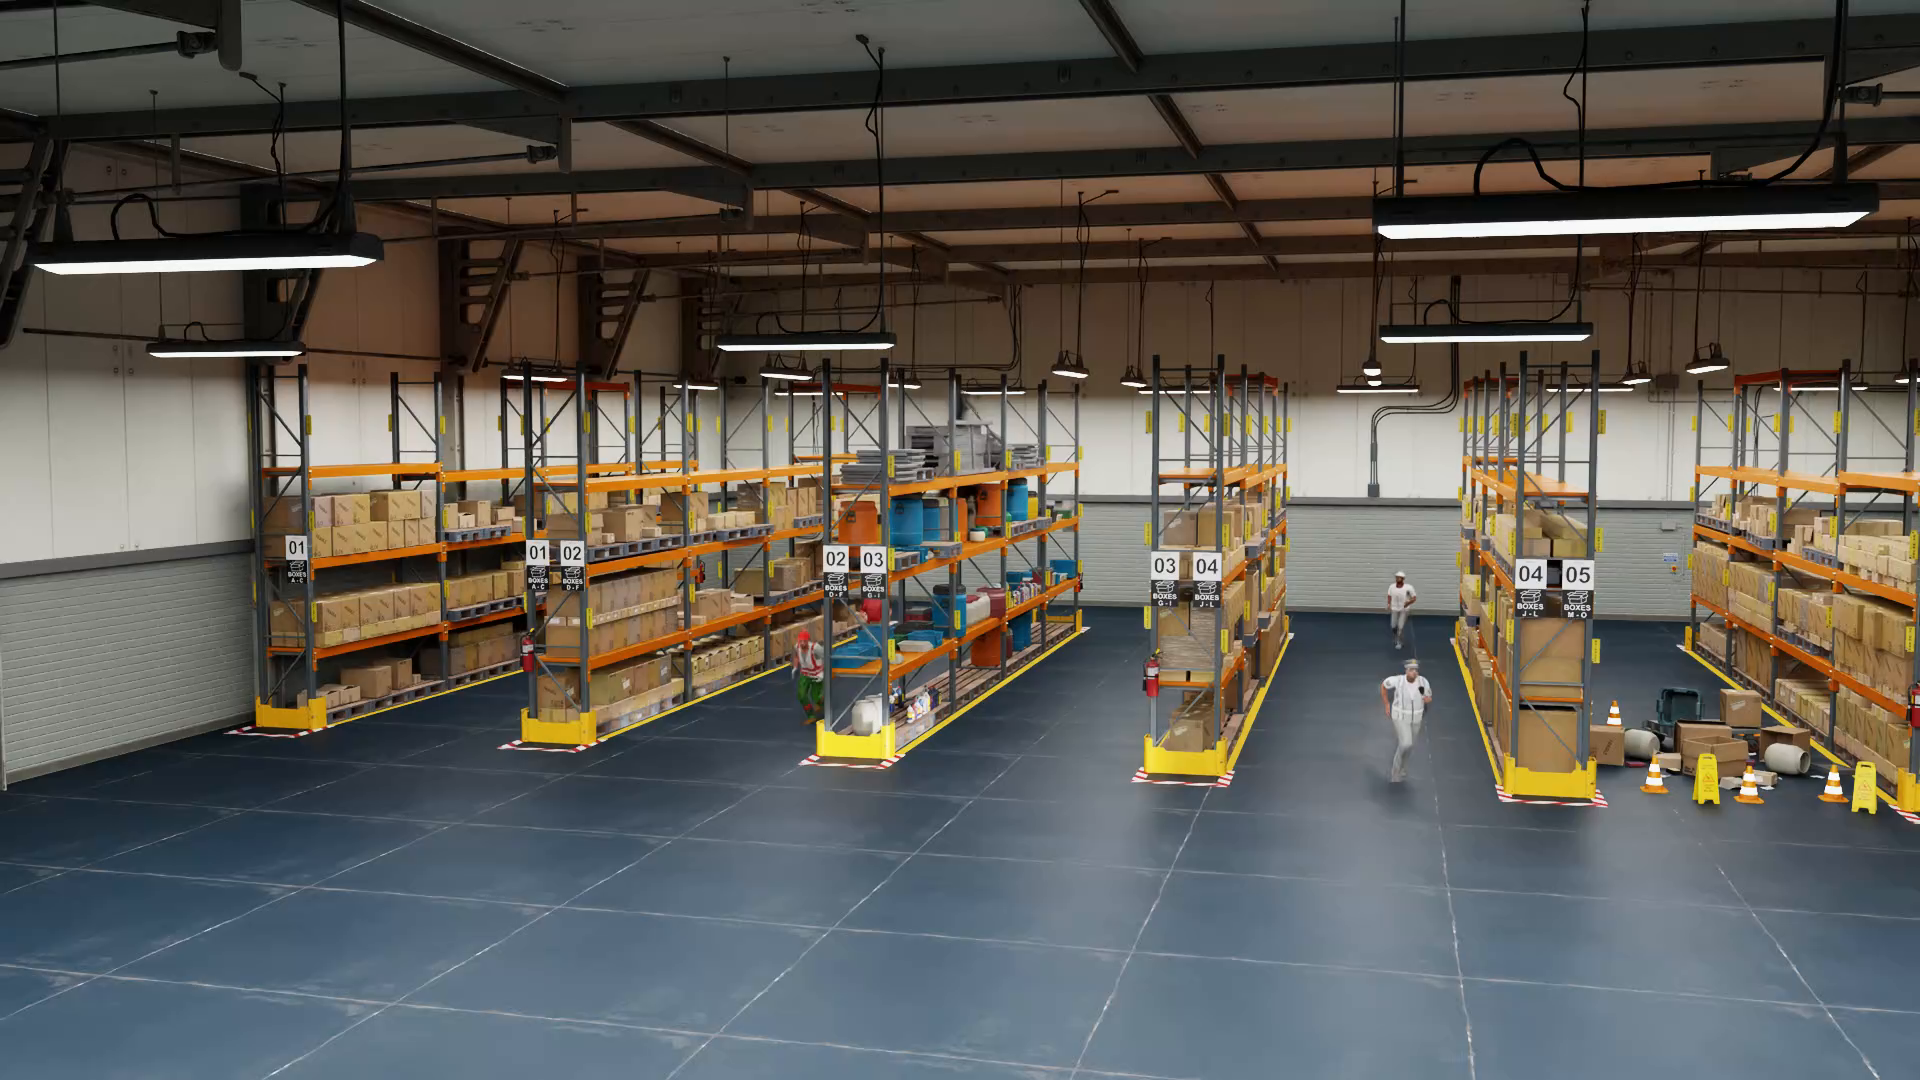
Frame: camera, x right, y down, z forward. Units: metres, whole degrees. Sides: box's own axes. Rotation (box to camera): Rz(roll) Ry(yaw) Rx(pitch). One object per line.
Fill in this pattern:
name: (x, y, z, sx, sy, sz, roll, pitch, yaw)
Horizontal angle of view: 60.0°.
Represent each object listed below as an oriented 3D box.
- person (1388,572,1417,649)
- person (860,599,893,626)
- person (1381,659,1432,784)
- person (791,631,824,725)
person: (9.872, 1.574, 37.264, 0.686, 1.731, 0.616, 3, 5, 32)
person: (-1.753, 1.786, 34.400, 0.655, 1.682, 0.782, 0, 4, 7)
person: (6.271, 2.531, 23.275, 0.627, 1.794, 0.845, -1, 4, -9)
person: (-2.473, 2.286, 27.990, 0.662, 1.619, 1.091, 1, 4, 17)
